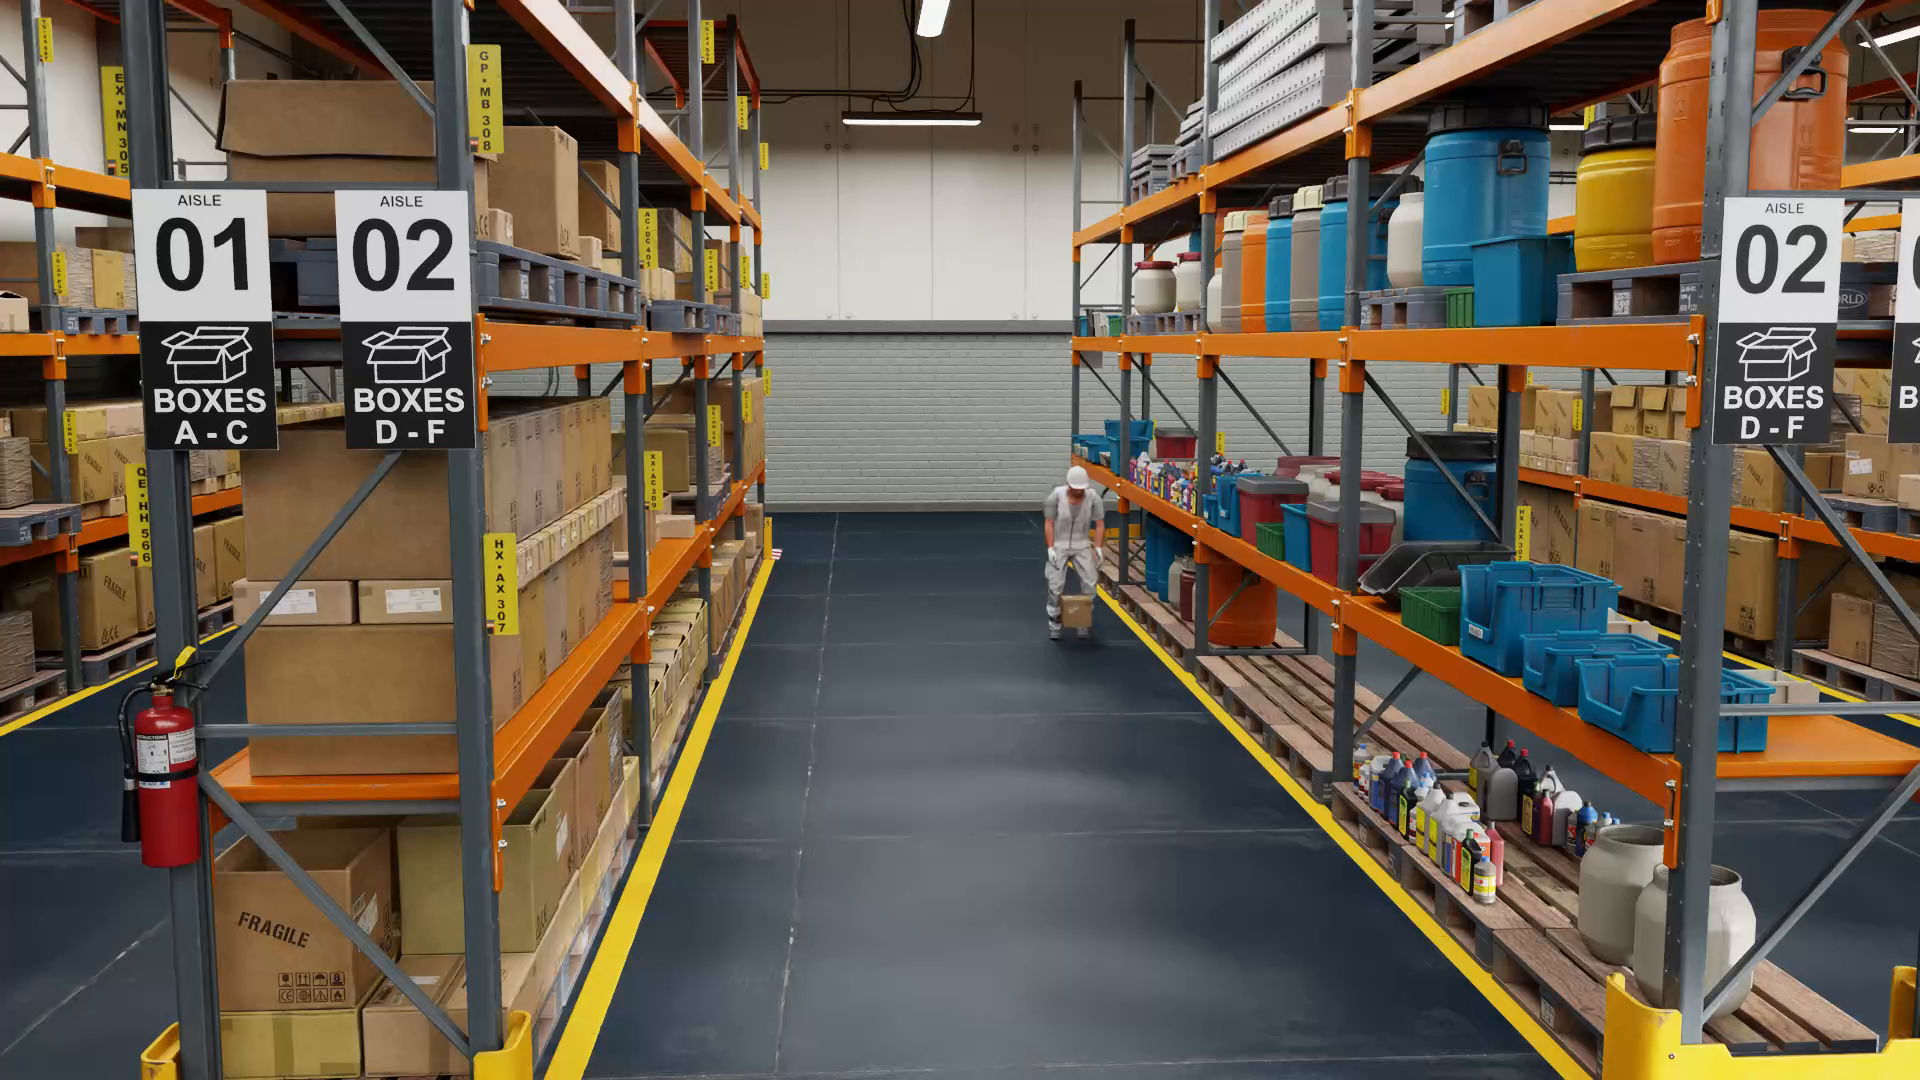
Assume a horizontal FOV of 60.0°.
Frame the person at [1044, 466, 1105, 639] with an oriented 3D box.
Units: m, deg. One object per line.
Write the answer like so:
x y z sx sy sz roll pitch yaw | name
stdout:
1.061 0.111 15.403 0.568 1.627 0.602 0 7 -3 | person
